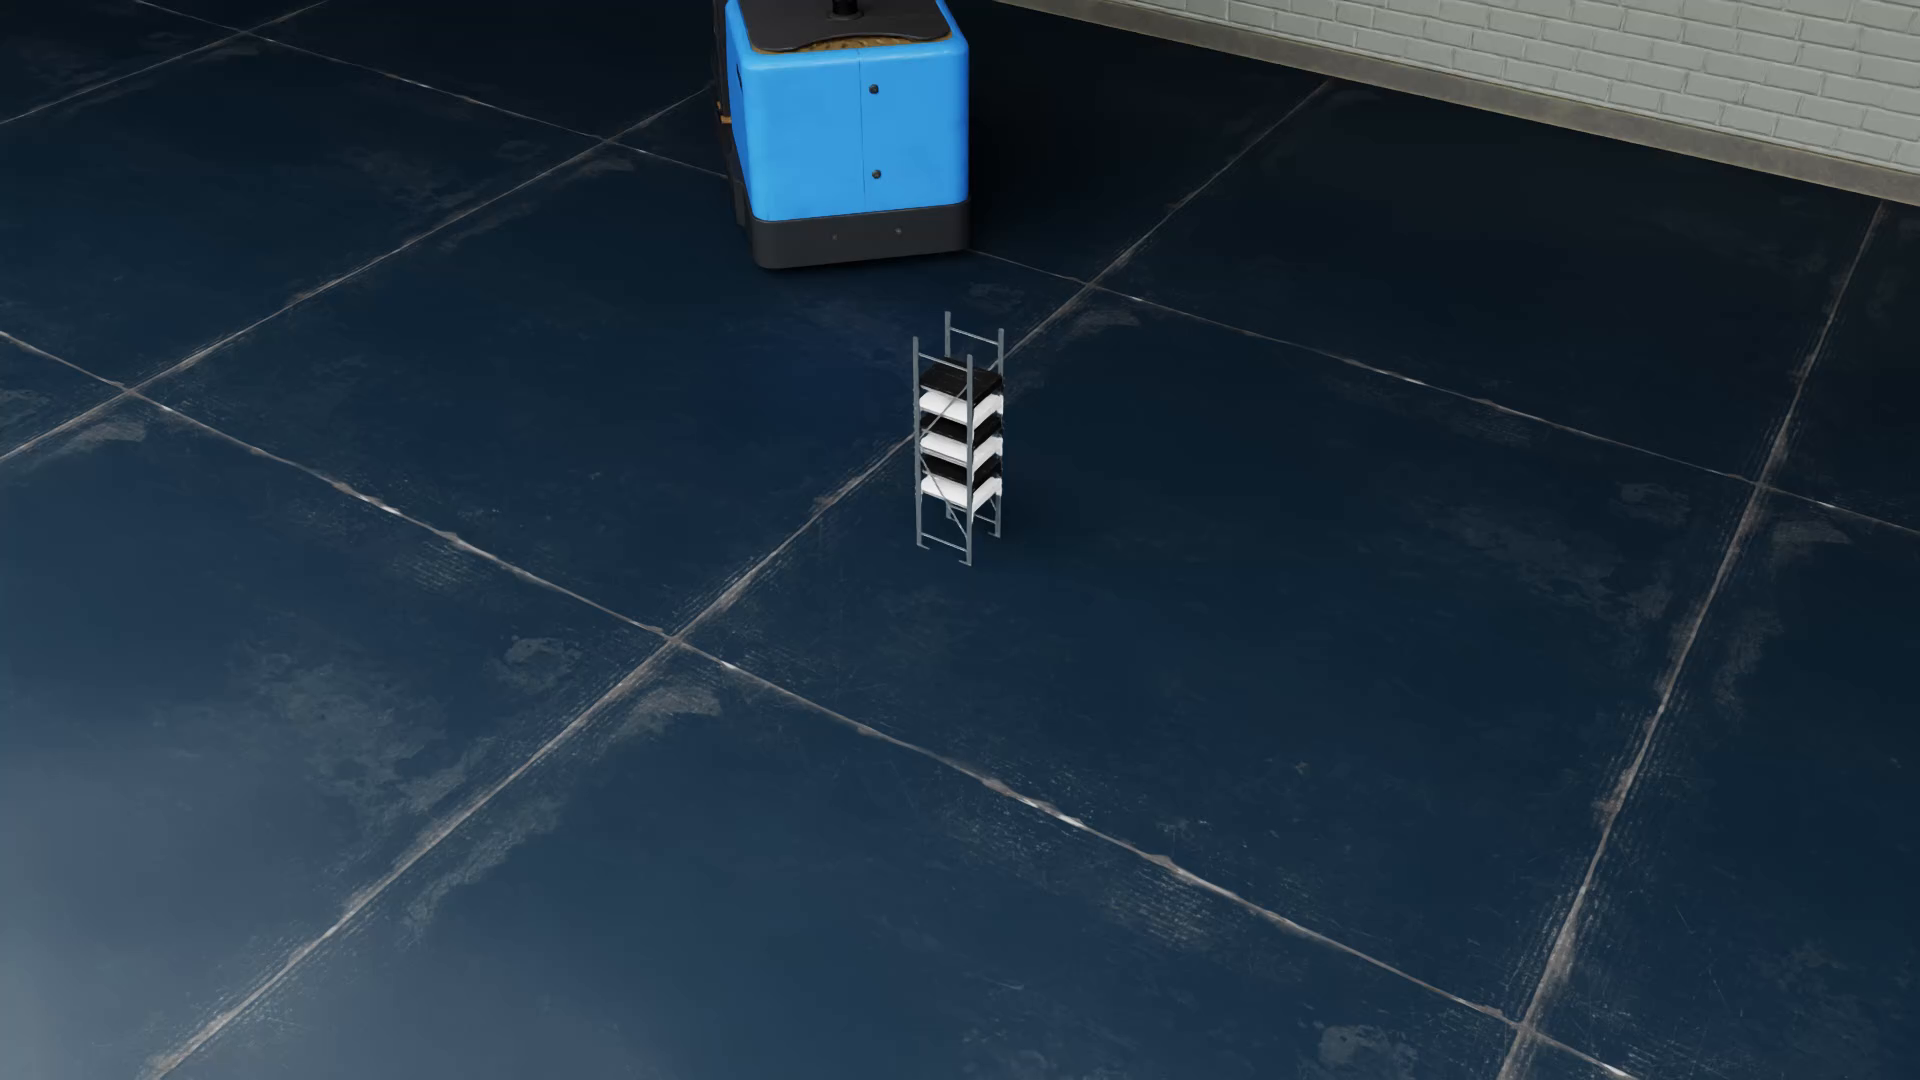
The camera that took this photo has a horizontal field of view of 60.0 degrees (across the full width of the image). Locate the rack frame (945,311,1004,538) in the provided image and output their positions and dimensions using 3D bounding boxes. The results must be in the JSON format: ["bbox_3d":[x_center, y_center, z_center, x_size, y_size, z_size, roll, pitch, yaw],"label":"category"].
[{"bbox_3d":[0.050,-0.405,6.038,0.240,0.900,0.006,21,42,25],"label":"rack frame"}]

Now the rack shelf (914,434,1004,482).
[{"bbox_3d":[-0.004,-0.326,5.990,0.258,0.077,0.200,21,42,25],"label":"rack shelf"}]

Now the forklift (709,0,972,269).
[{"bbox_3d":[-0.749,-3.330,8.169,1.130,2.935,3.031,-7,38,-9],"label":"forklift"}]

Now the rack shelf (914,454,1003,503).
[{"bbox_3d":[-0.004,-0.255,6.045,0.258,0.077,0.200,21,42,25],"label":"rack shelf"}]

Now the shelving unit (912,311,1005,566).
[{"bbox_3d":[-0.004,-0.352,5.970,0.258,0.900,0.210,21,42,25],"label":"shelving unit"}]

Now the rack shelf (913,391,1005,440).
[{"bbox_3d":[-0.004,-0.468,5.880,0.258,0.077,0.200,21,42,25],"label":"rack shelf"}]

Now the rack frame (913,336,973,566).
[{"bbox_3d":[-0.059,-0.300,5.902,0.240,0.900,0.006,21,42,25],"label":"rack frame"}]

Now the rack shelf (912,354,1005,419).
[{"bbox_3d":[-0.004,-0.540,5.825,0.258,0.077,0.200,21,42,25],"label":"rack shelf"}]

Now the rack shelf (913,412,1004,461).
[{"bbox_3d":[-0.004,-0.397,5.935,0.258,0.077,0.200,21,42,25],"label":"rack shelf"}]

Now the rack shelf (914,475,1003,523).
[{"bbox_3d":[-0.004,-0.183,6.100,0.258,0.077,0.200,21,42,25],"label":"rack shelf"}]
